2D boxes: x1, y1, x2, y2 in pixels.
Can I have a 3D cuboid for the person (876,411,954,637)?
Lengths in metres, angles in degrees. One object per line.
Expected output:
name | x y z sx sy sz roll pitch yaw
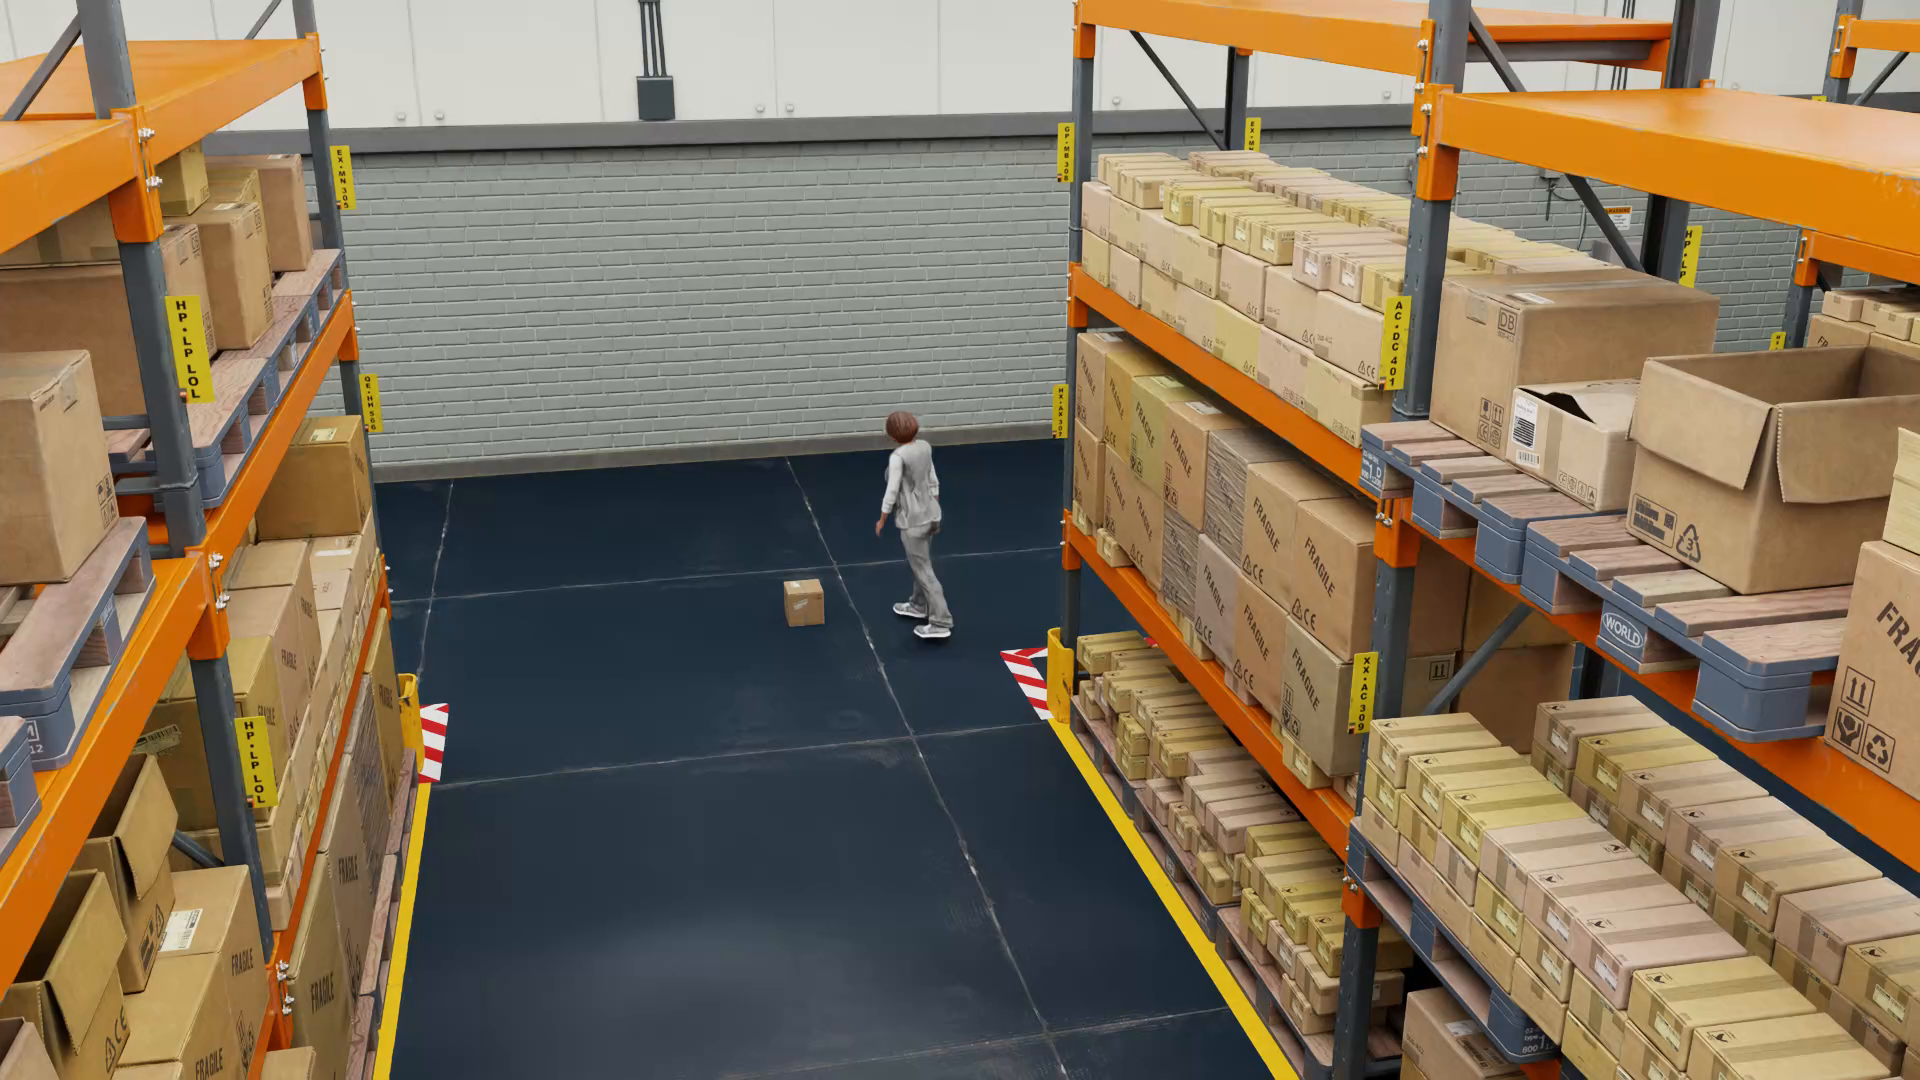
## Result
person | -0.295 -0.121 11.404 0.645 1.567 0.458 12 23 31
